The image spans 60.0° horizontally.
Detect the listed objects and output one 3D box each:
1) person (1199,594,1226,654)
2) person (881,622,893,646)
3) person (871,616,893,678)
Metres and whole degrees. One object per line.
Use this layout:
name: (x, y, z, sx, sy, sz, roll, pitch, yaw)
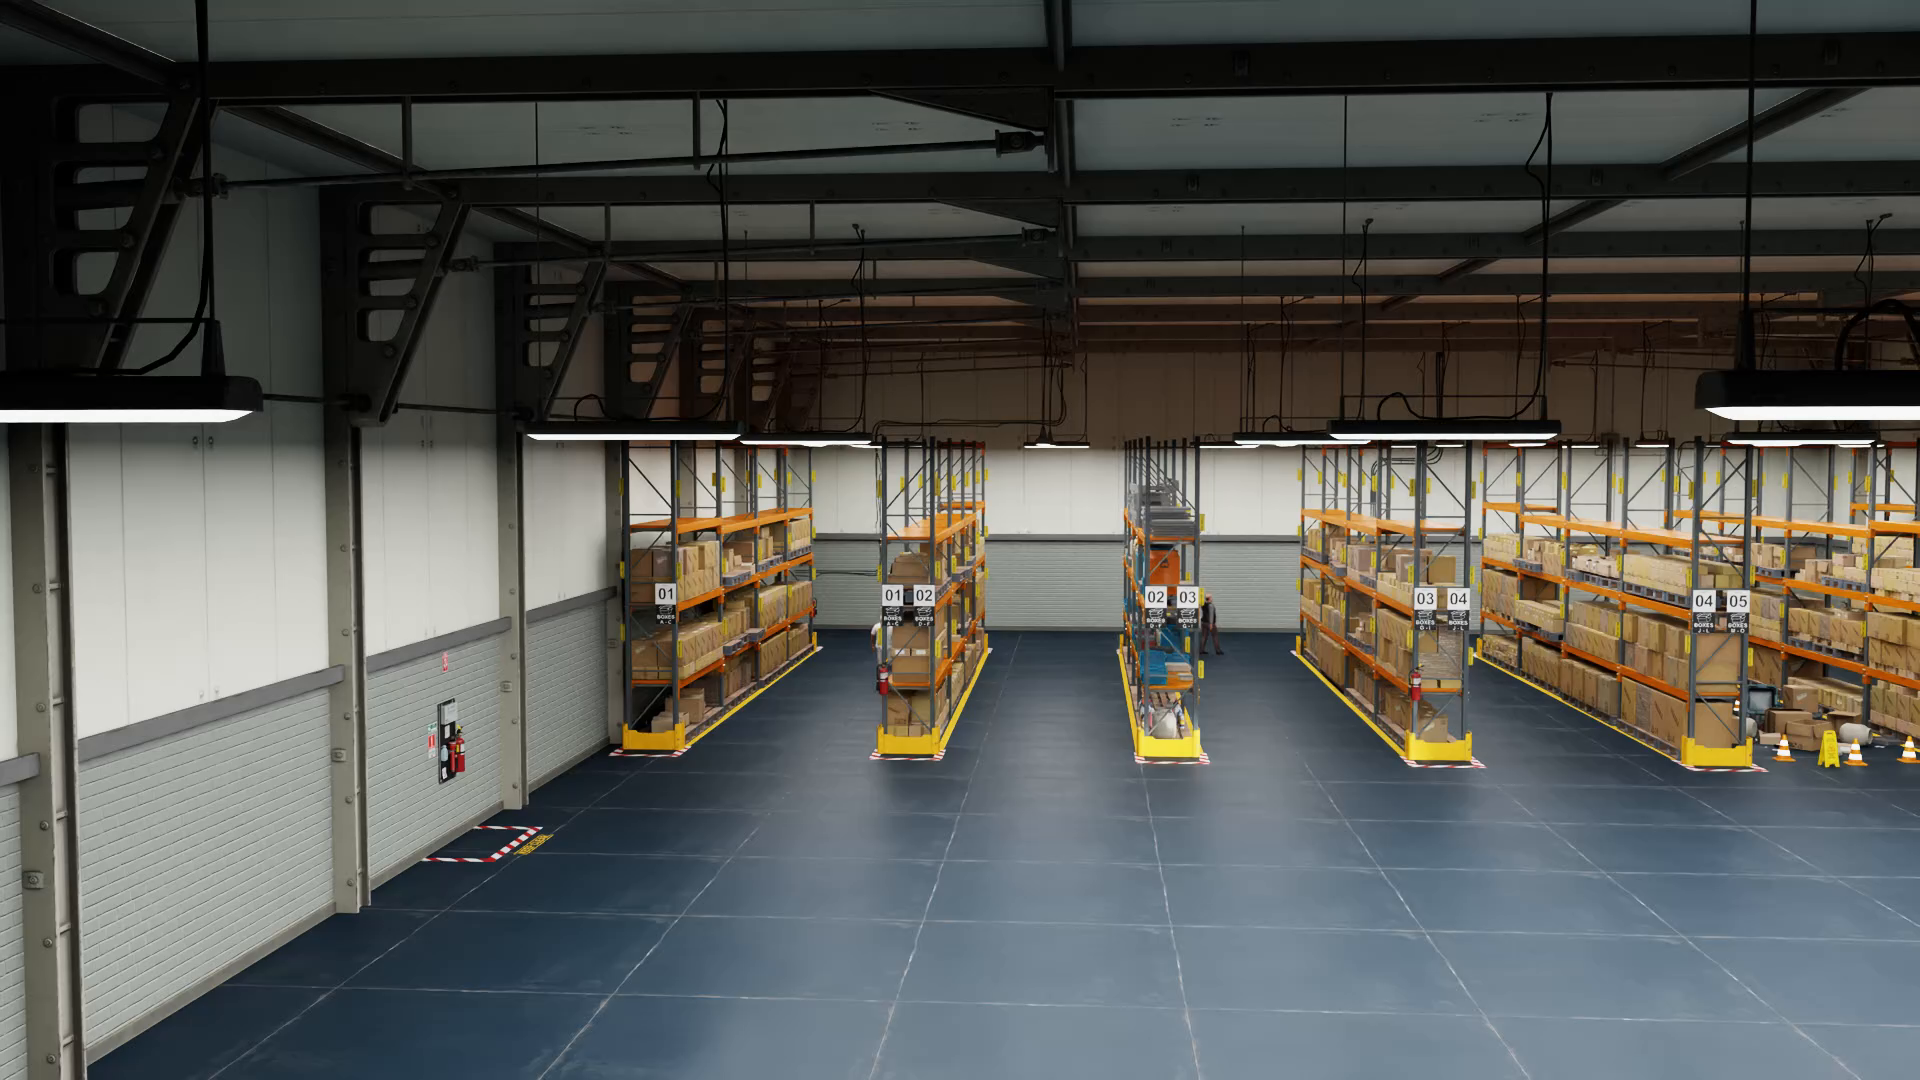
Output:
person: (7.026, 2.363, 46.731, 0.746, 1.707, 0.586, -2, 4, -38)
person: (-1.807, 2.484, 44.819, 0.626, 1.711, 0.637, 0, 3, -8)
person: (-1.899, 2.657, 41.189, 0.641, 1.743, 0.667, -1, 3, -13)
